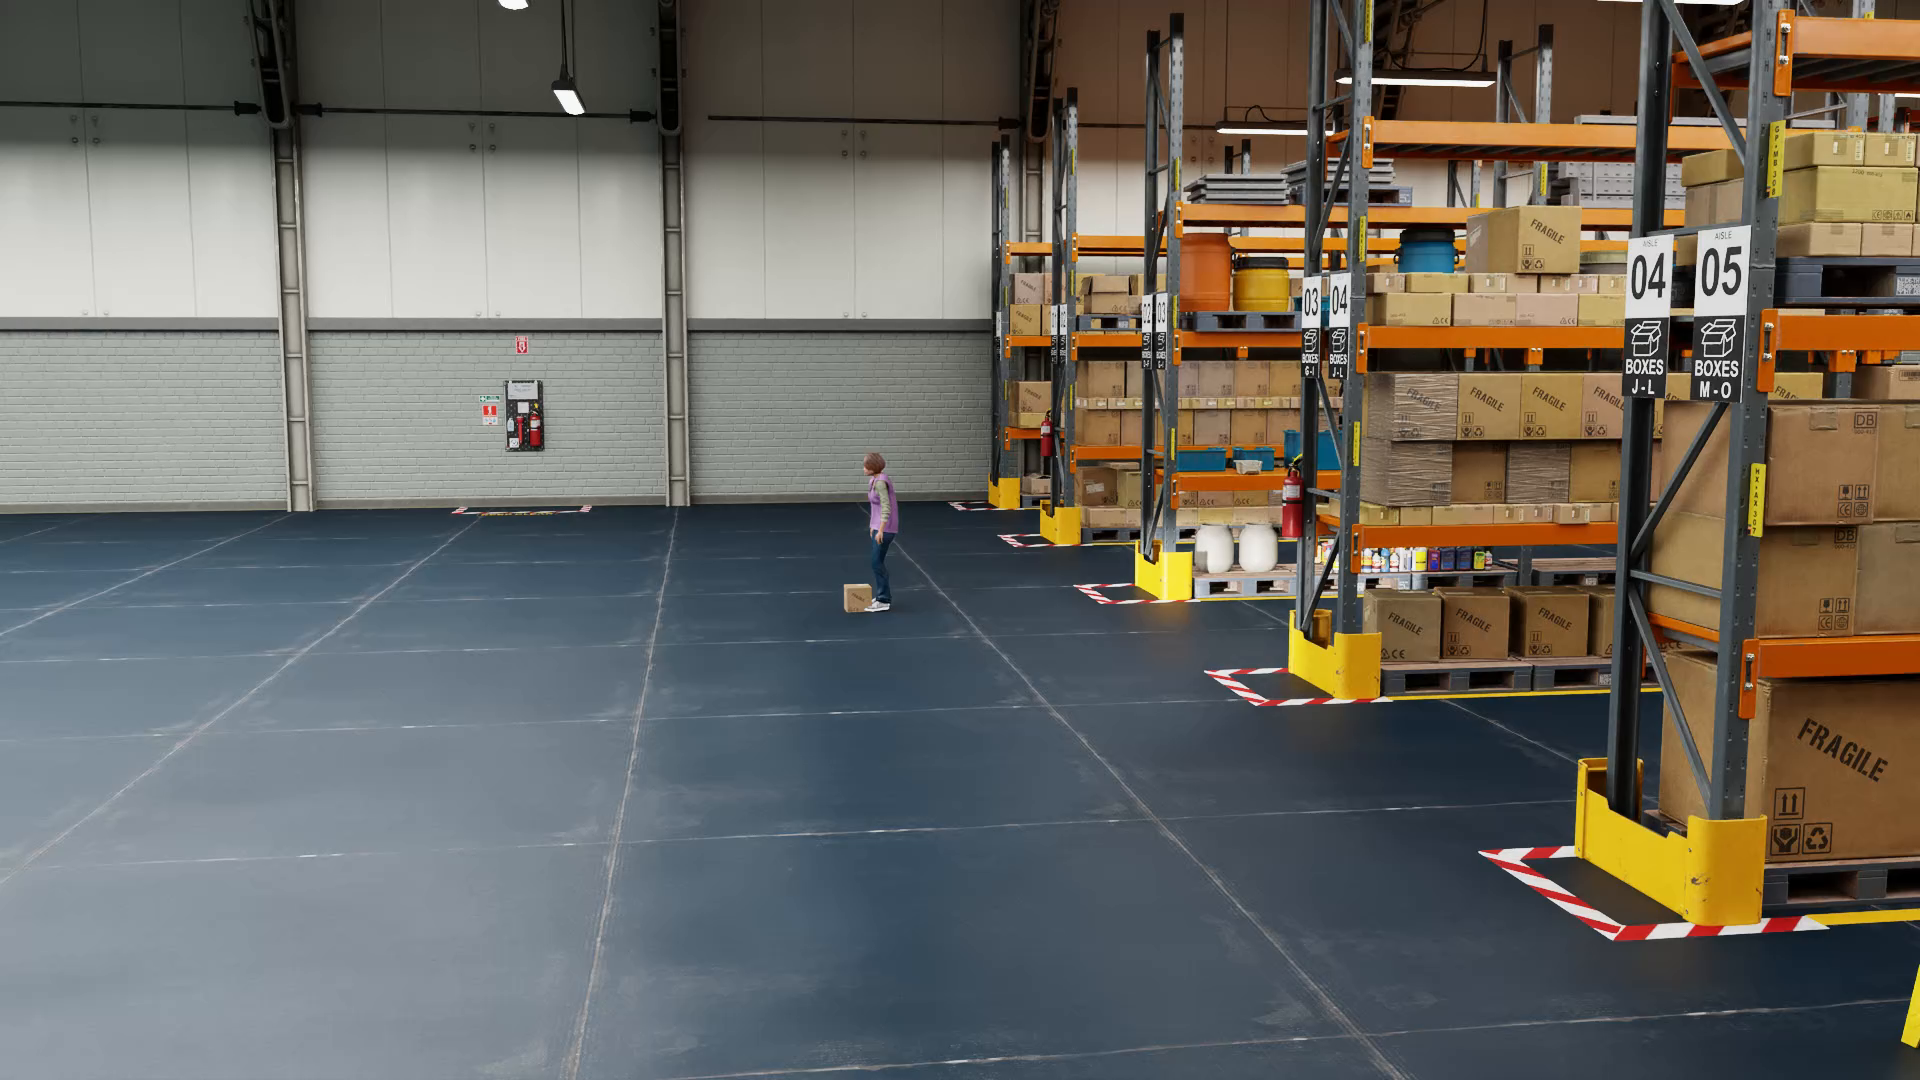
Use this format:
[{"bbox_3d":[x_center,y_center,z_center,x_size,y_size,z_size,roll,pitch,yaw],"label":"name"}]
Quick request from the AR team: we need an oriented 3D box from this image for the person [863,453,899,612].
[{"bbox_3d":[-0.811,-0.062,16.754,0.366,1.546,0.470,-1,7,-9],"label":"person"}]
